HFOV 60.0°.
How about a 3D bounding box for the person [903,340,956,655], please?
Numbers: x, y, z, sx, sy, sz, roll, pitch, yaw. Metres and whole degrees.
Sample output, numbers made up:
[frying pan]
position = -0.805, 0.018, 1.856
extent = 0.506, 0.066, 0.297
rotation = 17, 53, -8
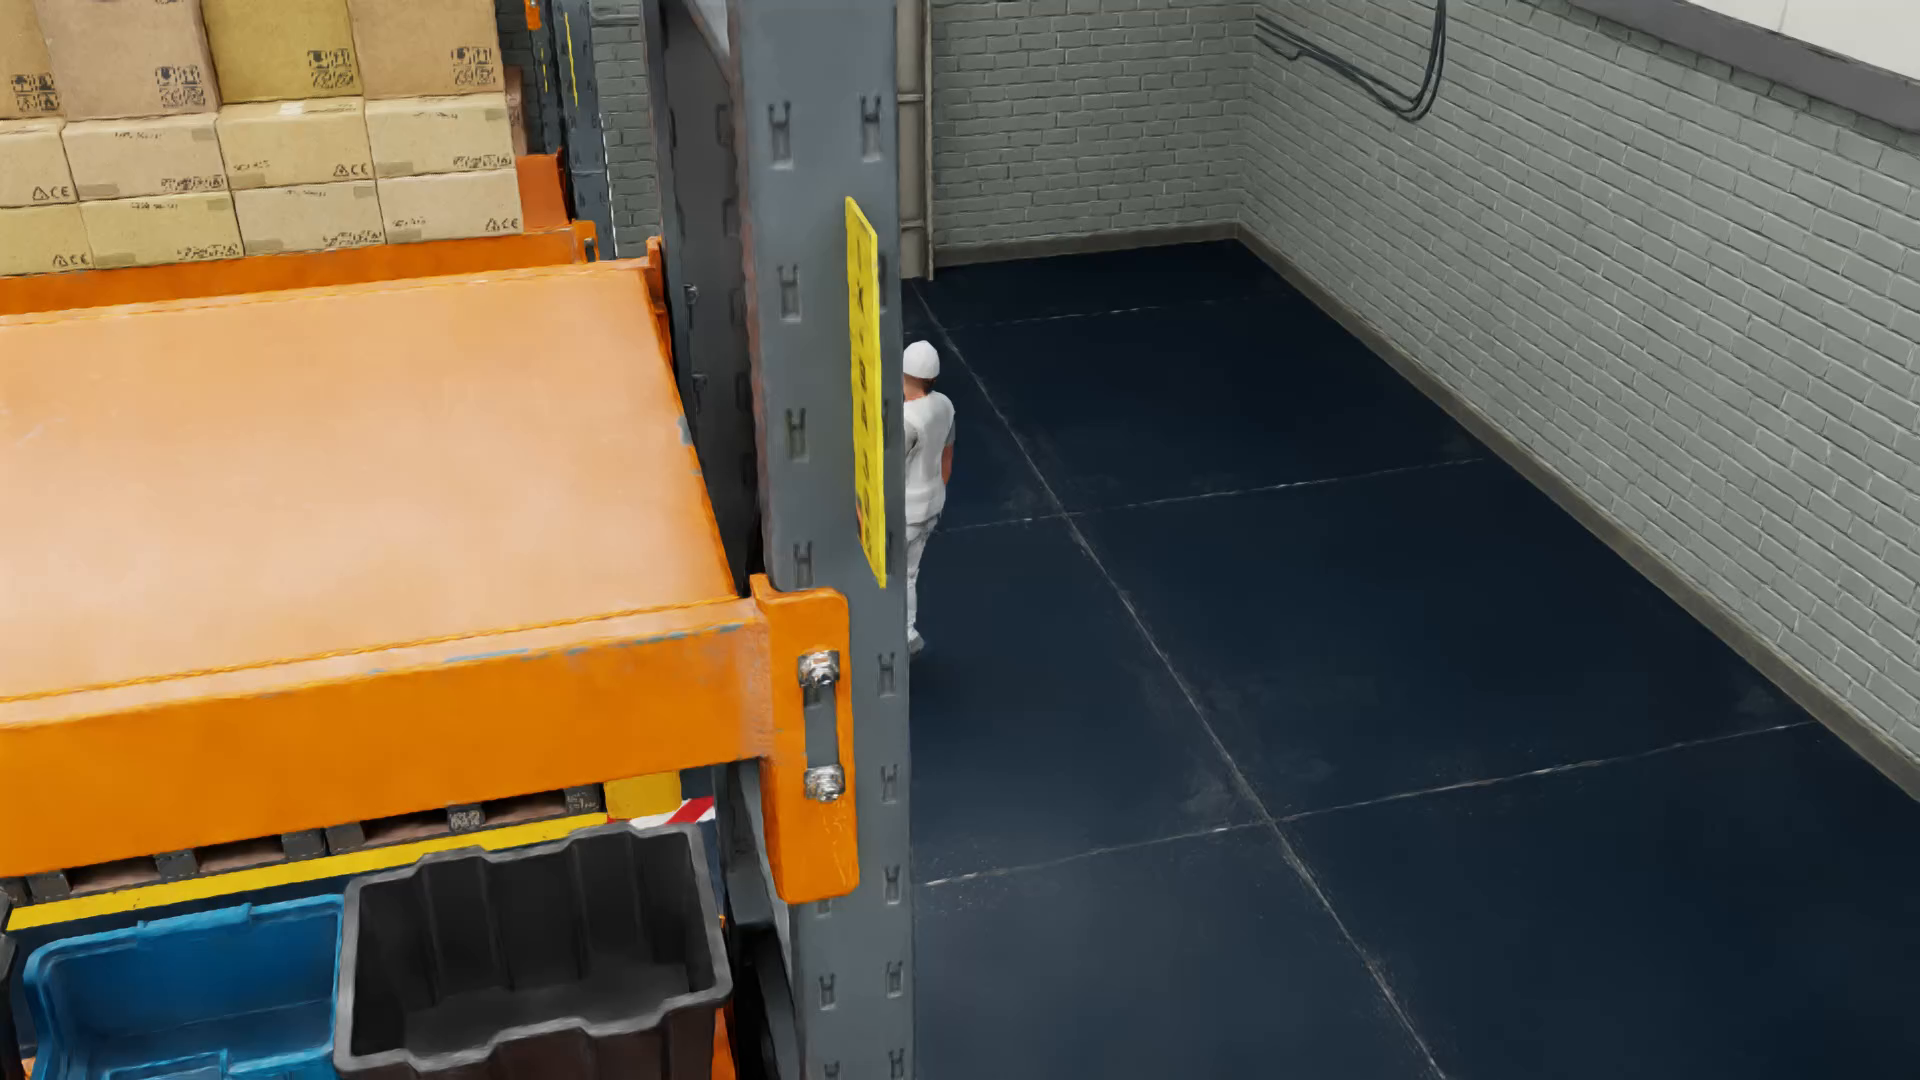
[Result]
[person]
position = -0.307, -0.142, 8.366
extent = 0.495, 1.770, 0.655
rotation = 14, 33, 23
